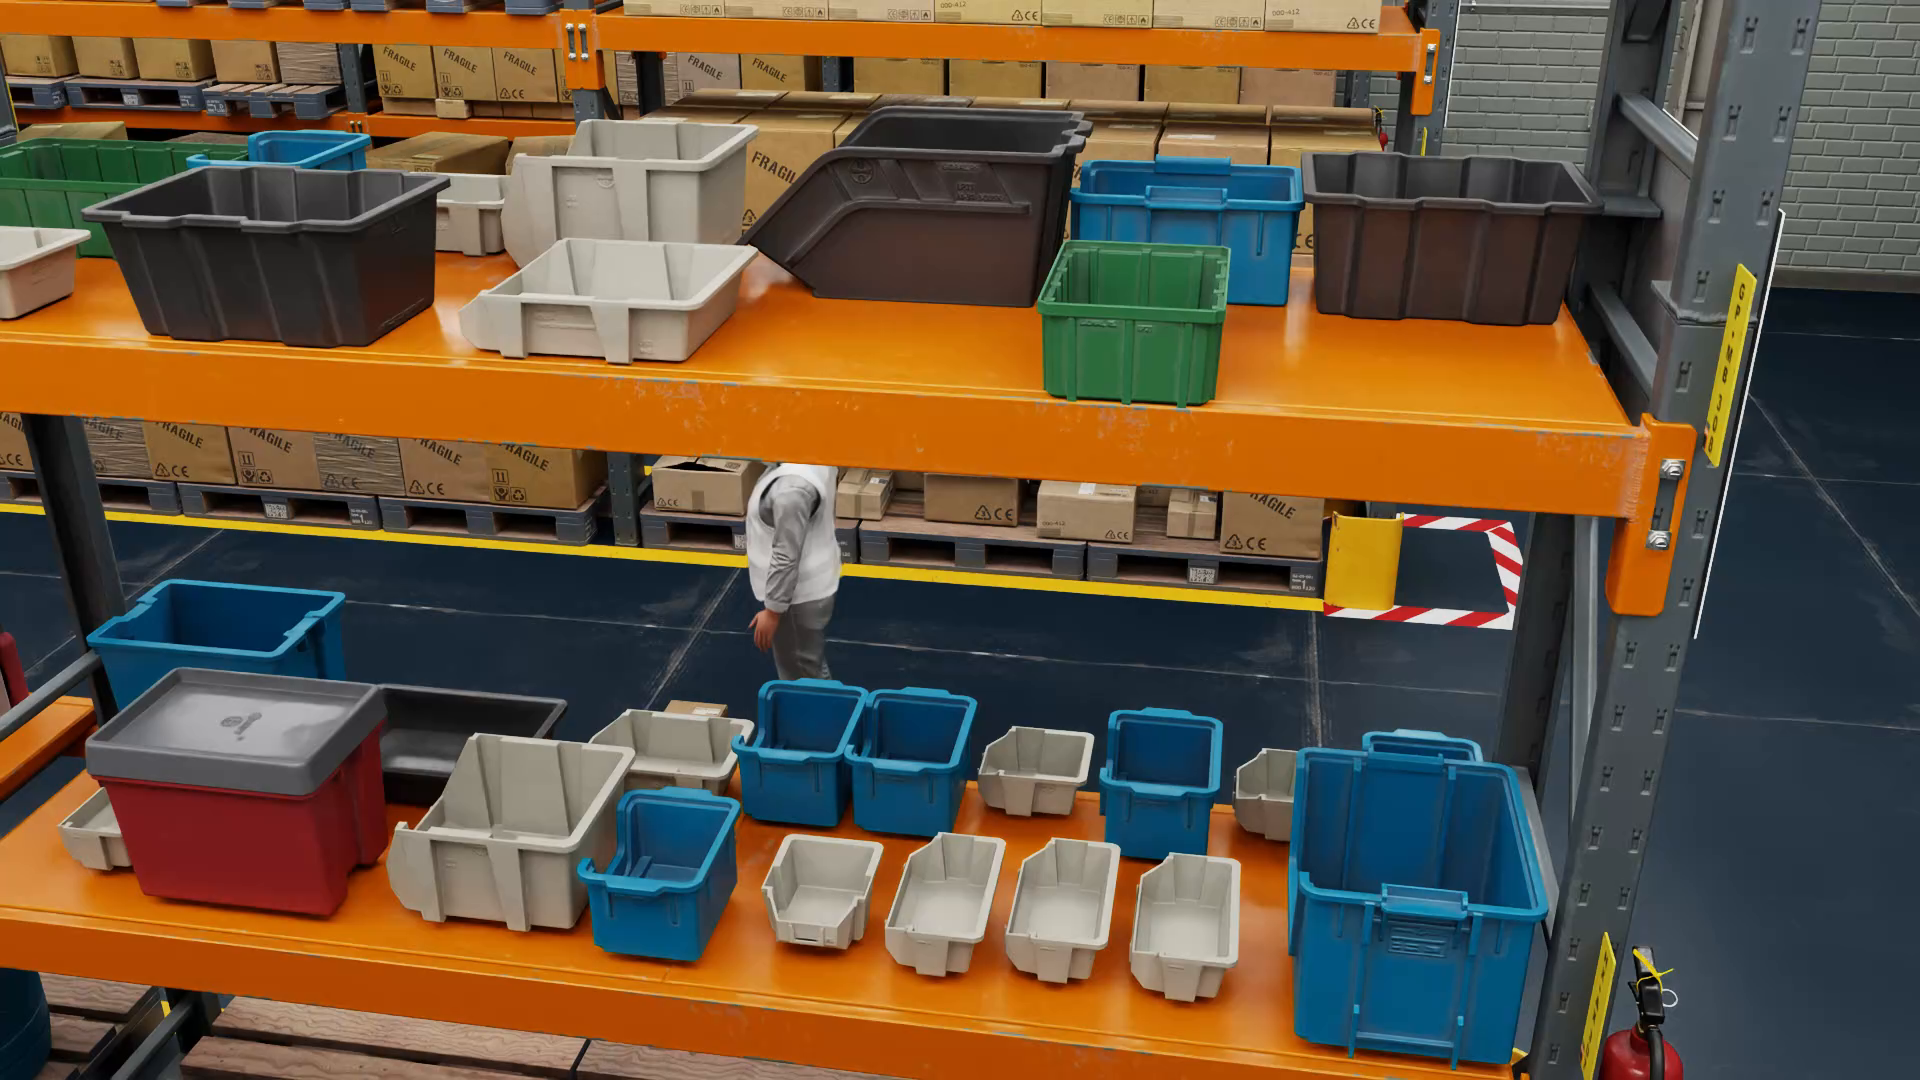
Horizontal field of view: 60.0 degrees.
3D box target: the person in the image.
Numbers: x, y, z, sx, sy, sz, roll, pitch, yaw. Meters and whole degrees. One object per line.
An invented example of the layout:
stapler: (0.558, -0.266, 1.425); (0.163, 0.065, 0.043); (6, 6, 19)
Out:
person: (-0.653, 0.186, 6.628); (0.358, 1.776, 0.557); (1, 25, 3)
